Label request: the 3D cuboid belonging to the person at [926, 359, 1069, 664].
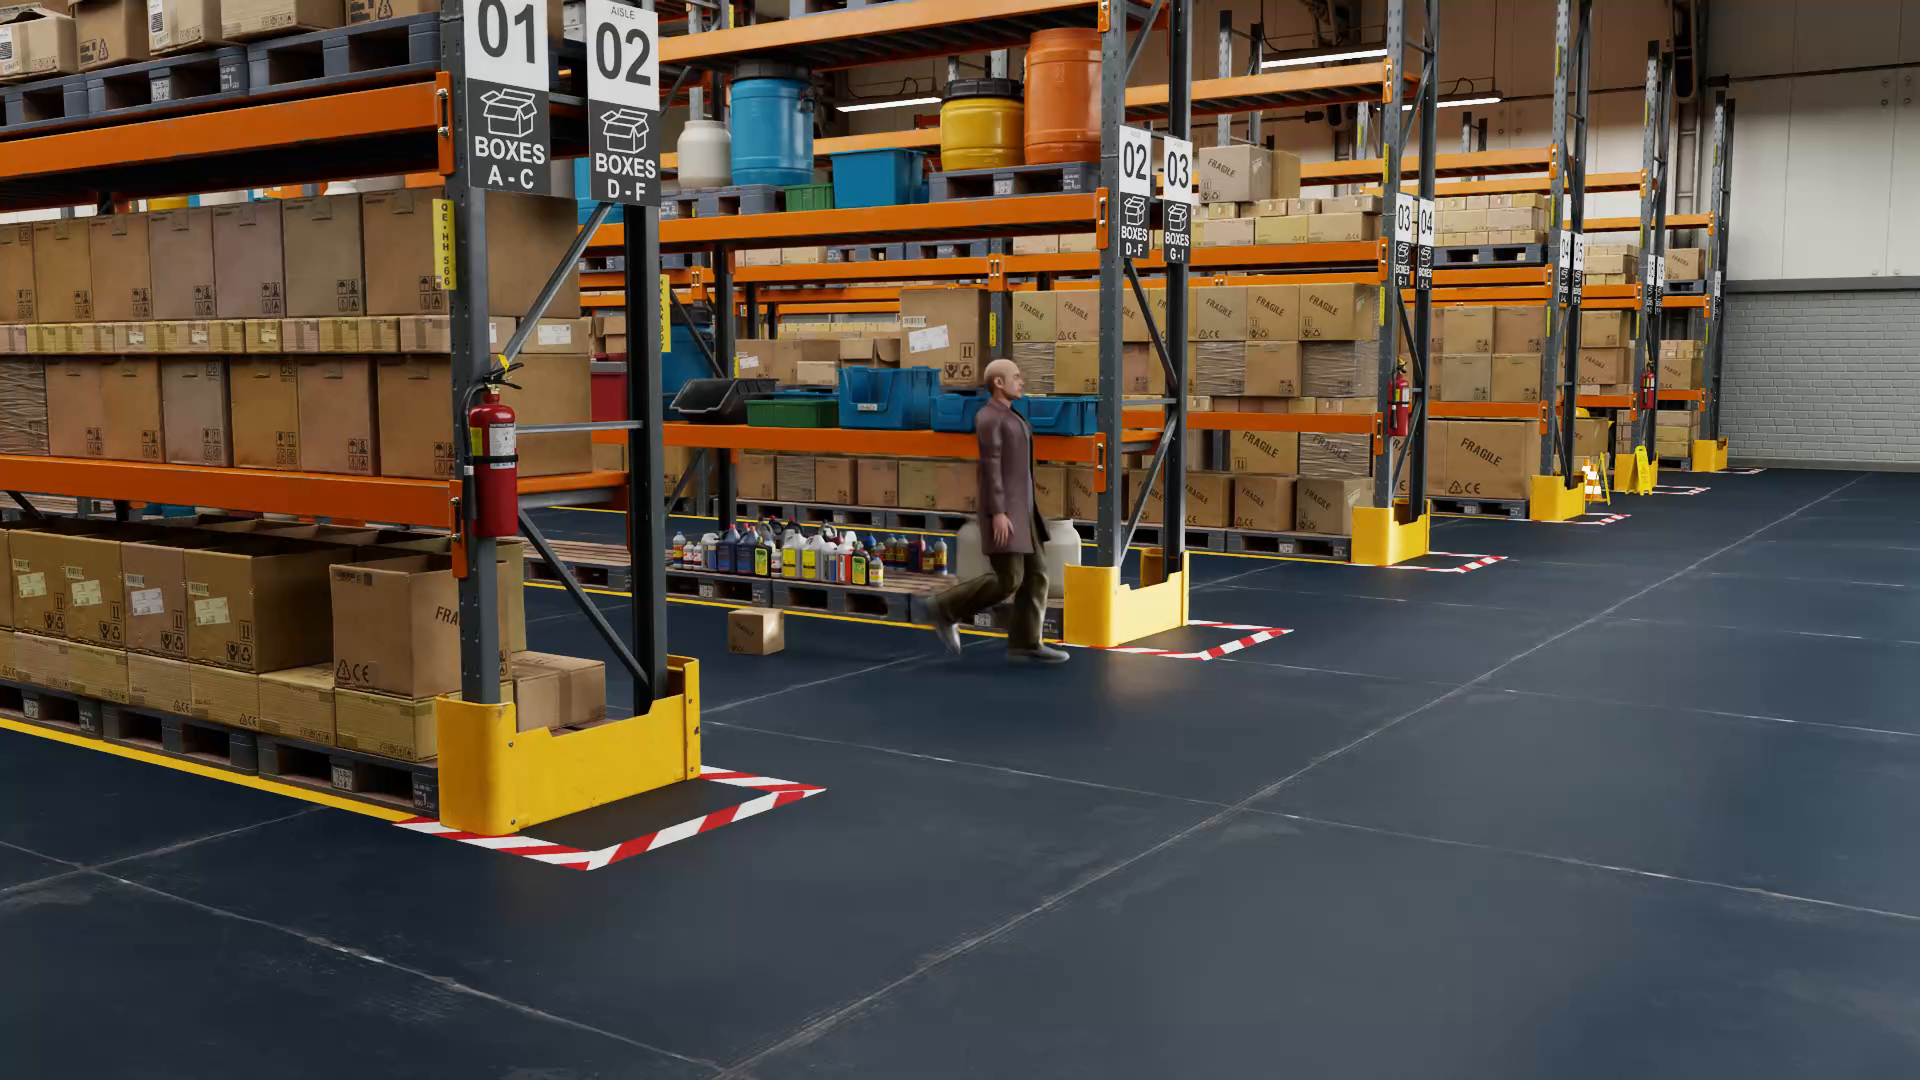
[{"bbox_3d":[0.219,-0.161,9.595,0.811,1.756,0.595,2,7,20],"label":"person"}]
